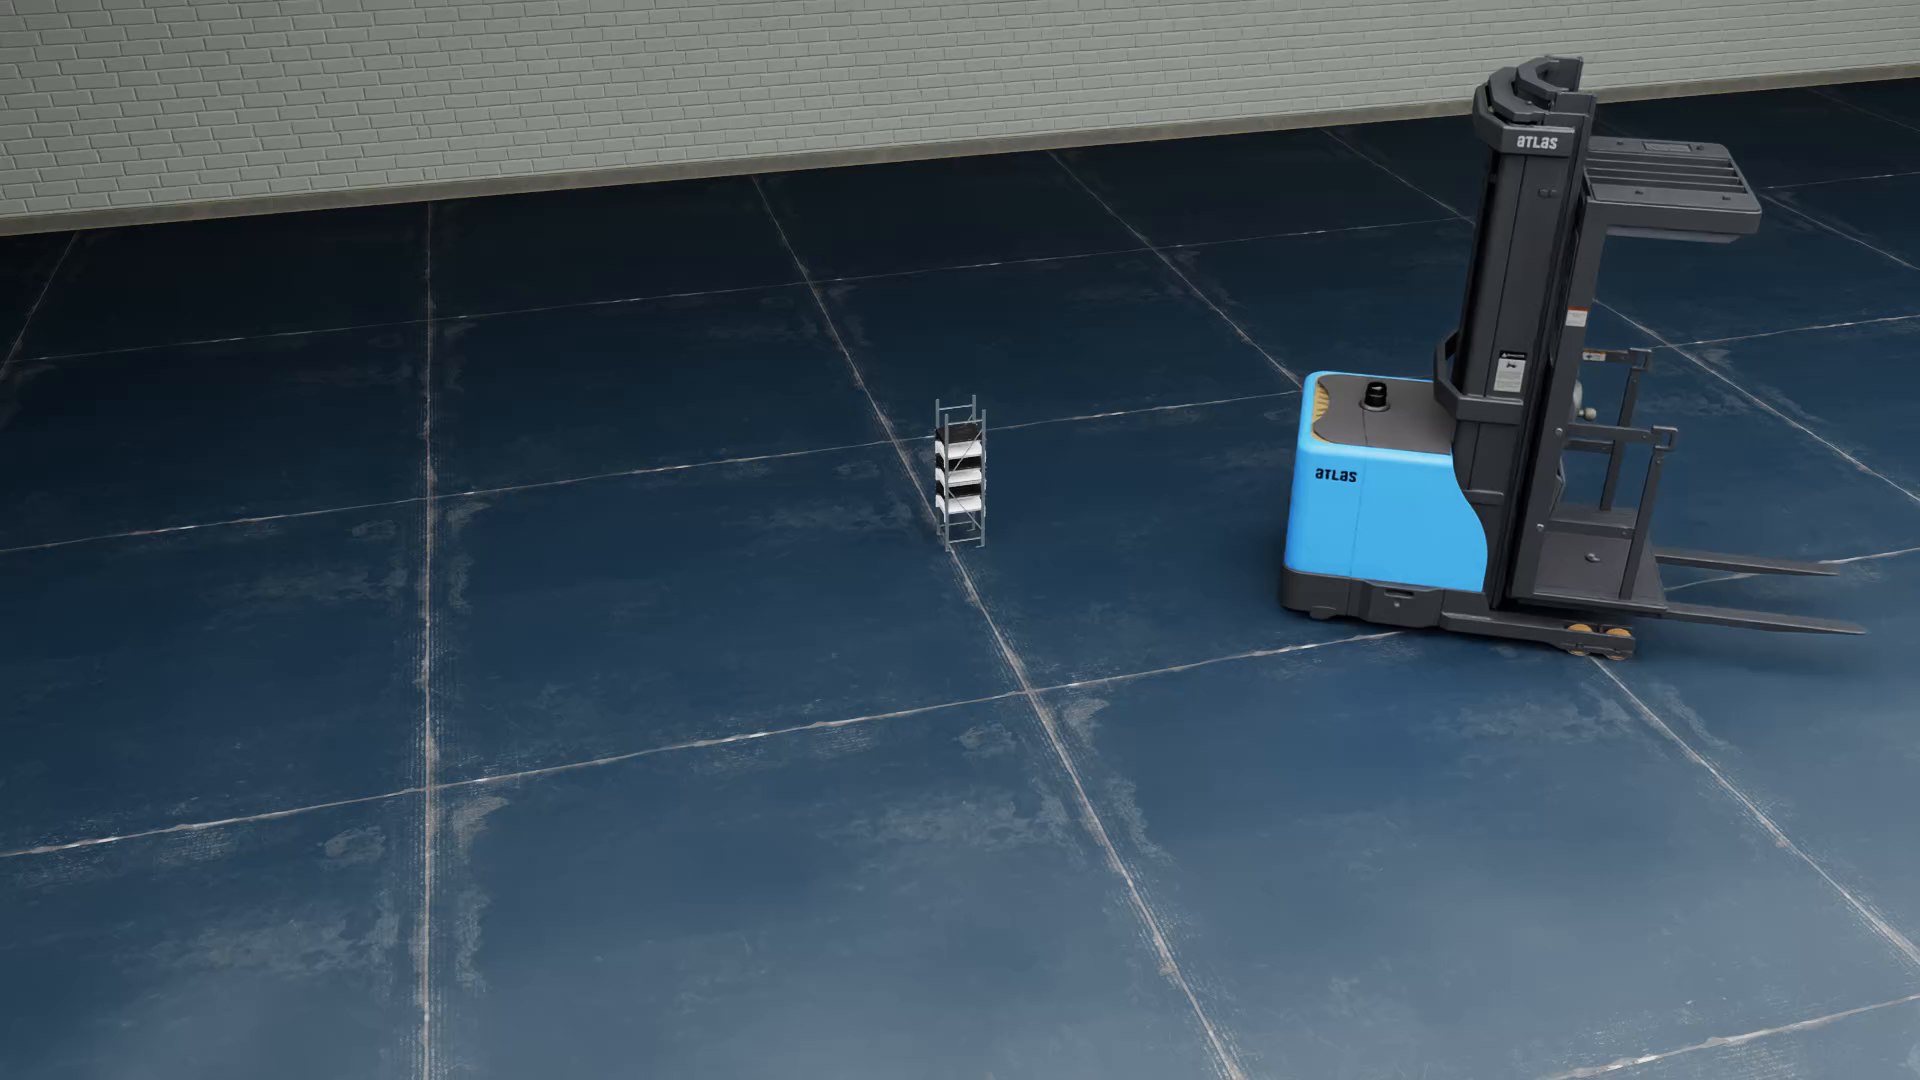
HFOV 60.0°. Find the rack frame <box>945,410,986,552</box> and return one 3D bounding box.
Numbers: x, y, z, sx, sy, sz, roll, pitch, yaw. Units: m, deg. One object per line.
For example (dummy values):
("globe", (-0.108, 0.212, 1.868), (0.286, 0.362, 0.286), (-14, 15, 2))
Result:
("rack frame", (0.029, -0.336, 9.664), (0.240, 0.900, 0.006), (-8, 31, -13))

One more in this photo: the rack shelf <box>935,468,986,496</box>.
("rack shelf", (0.002, -0.357, 9.766), (0.258, 0.077, 0.200), (-8, 31, -13))

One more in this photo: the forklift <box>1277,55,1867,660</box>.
("forklift", (3.342, -0.921, 8.646), (3.031, 2.935, 1.130), (7, 31, 11))

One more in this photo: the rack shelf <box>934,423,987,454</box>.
("rack shelf", (0.002, -0.590, 9.630), (0.258, 0.077, 0.200), (-8, 31, -13))

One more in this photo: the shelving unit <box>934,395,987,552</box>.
("shelving unit", (0.002, -0.386, 9.749), (0.258, 0.900, 0.210), (-8, 31, -13))

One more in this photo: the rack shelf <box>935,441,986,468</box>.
("rack shelf", (0.002, -0.512, 9.675), (0.258, 0.077, 0.200), (-8, 31, -13))

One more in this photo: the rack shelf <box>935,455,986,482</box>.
("rack shelf", (0.002, -0.435, 9.720), (0.258, 0.077, 0.200), (-8, 31, -13))

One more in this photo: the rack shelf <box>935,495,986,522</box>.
("rack shelf", (0.002, -0.201, 9.856), (0.258, 0.077, 0.200), (-8, 31, -13))

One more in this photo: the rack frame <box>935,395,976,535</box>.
("rack frame", (-0.025, -0.435, 9.834), (0.240, 0.900, 0.006), (-8, 31, -13))

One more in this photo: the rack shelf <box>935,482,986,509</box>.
("rack shelf", (0.002, -0.279, 9.811), (0.258, 0.077, 0.200), (-8, 31, -13))
